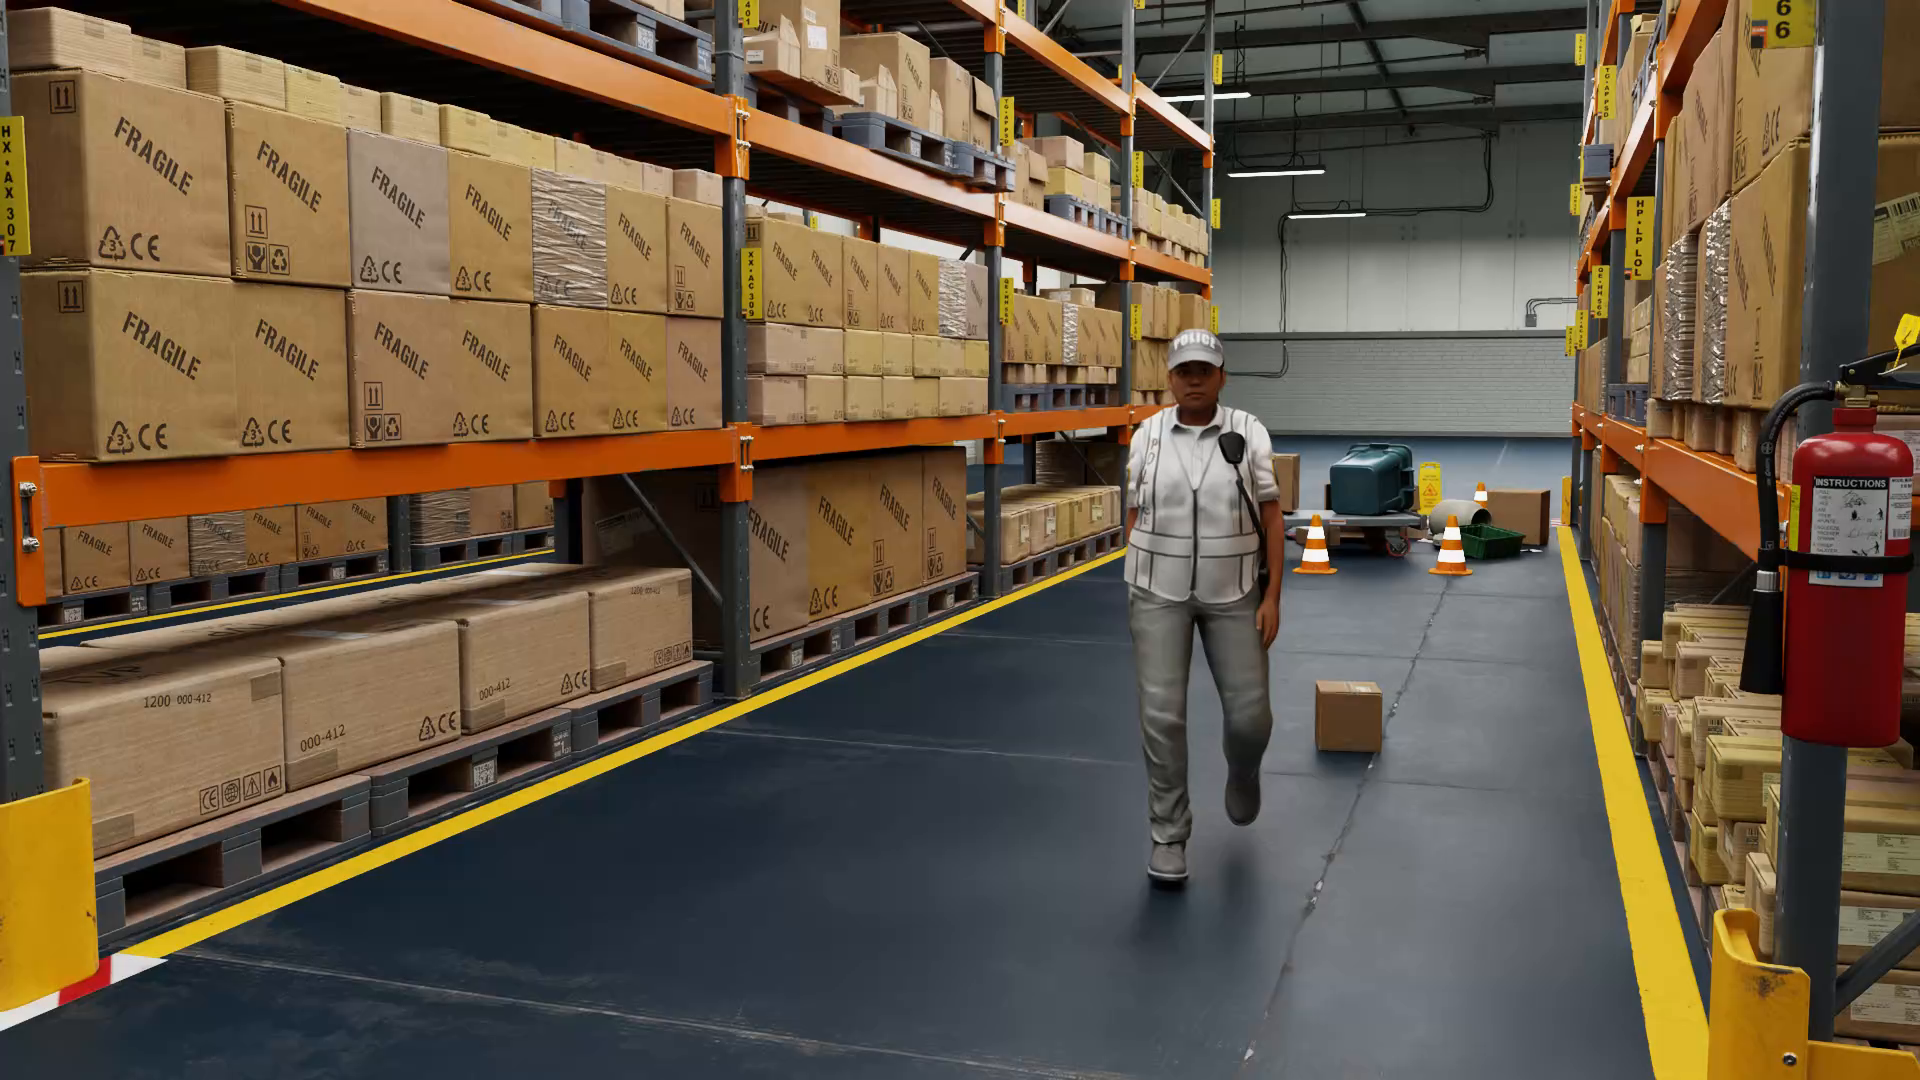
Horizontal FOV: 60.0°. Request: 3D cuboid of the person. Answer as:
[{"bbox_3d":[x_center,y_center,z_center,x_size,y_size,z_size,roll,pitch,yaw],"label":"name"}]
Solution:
[{"bbox_3d":[0.754,0.178,5.151,0.485,1.648,0.607,1,5,9],"label":"person"}]
